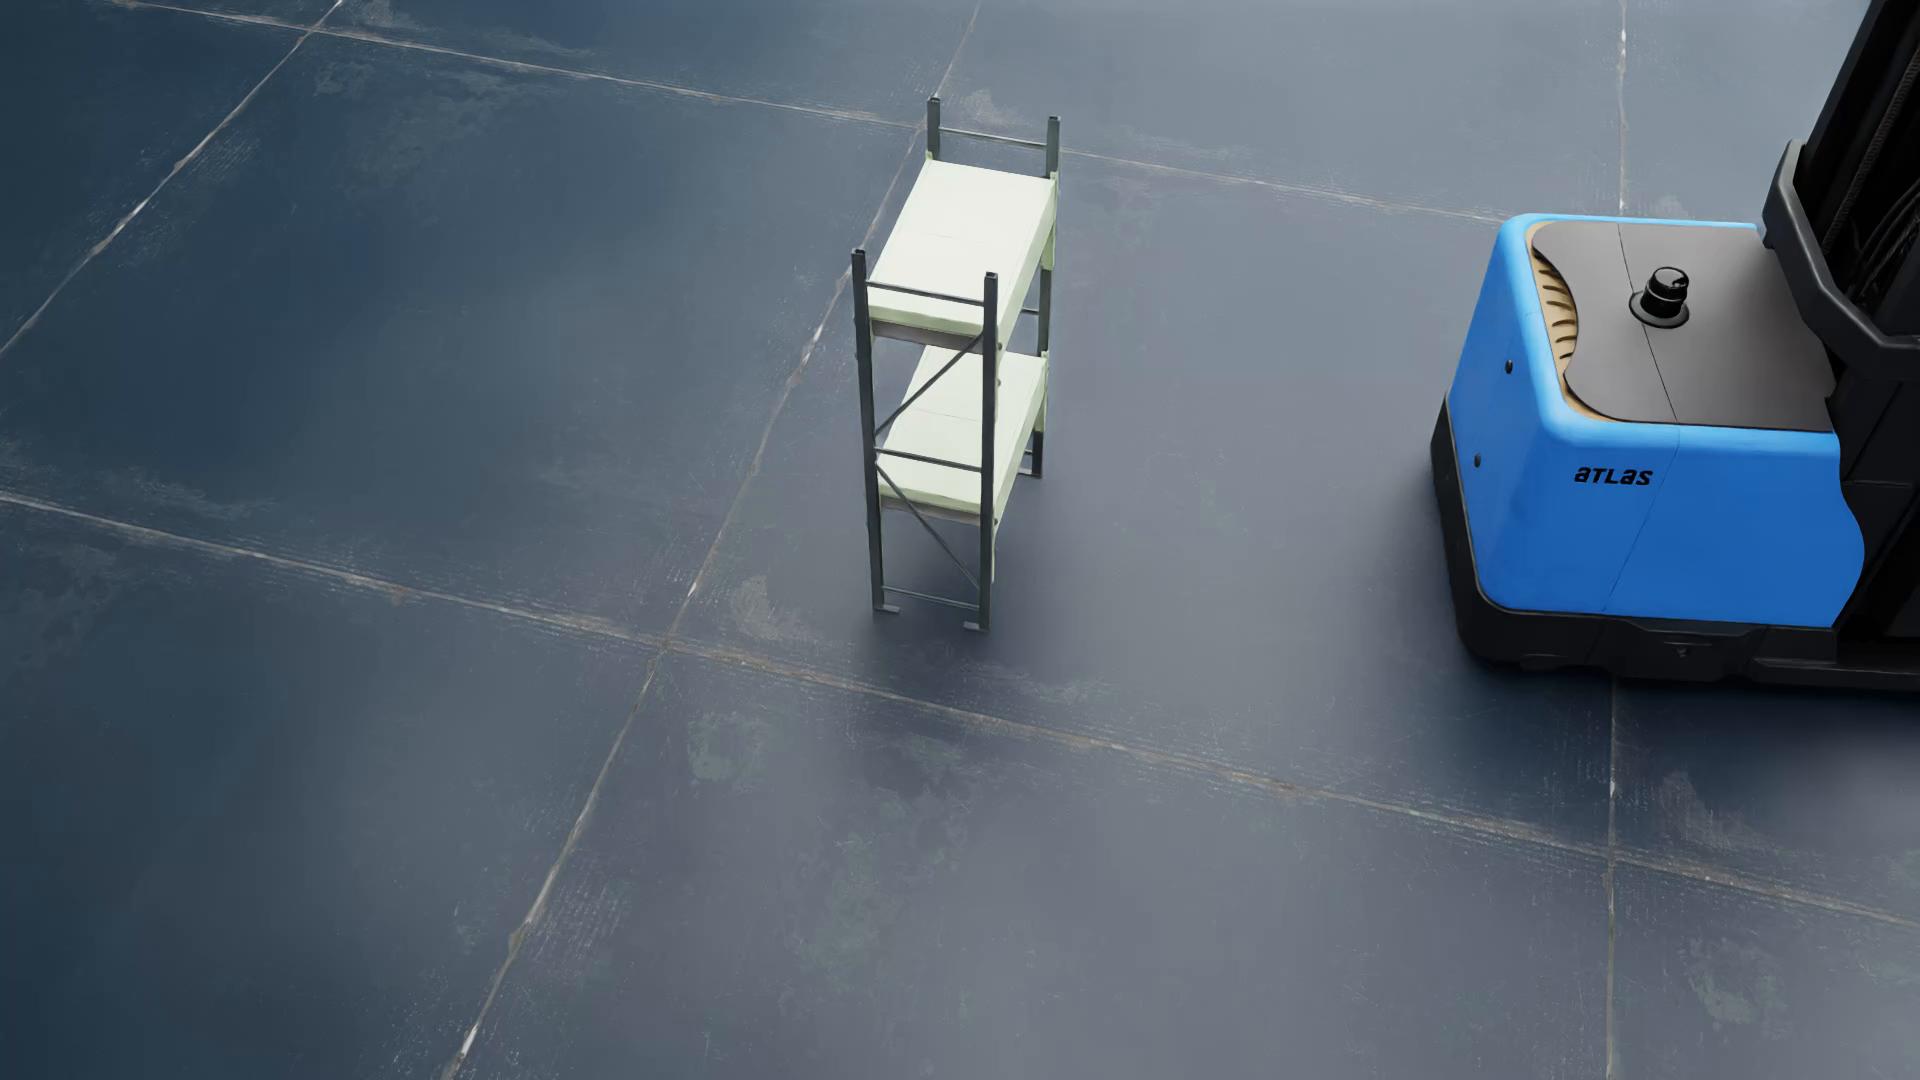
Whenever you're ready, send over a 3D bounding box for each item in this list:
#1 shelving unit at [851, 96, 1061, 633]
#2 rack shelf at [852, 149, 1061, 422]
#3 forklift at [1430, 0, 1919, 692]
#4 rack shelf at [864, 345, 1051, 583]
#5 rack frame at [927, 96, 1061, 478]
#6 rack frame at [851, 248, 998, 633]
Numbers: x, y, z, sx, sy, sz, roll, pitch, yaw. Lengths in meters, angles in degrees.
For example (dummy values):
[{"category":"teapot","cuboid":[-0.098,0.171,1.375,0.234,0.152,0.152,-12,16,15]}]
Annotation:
[{"category":"shelving unit","cuboid":[0.002,-0.501,5.192,0.431,1.500,0.755,12,50,10]},{"category":"rack shelf","cuboid":[0.002,-0.759,4.899,0.431,0.370,0.720,12,50,10]},{"category":"forklift","cuboid":[3.160,-0.852,4.547,3.031,2.935,1.130,3,49,3]},{"category":"rack shelf","cuboid":[0.002,-0.285,5.436,0.431,0.370,0.720,12,50,10]},{"category":"rack frame","cuboid":[0.098,-0.766,5.426,0.400,1.500,0.023,12,50,10]},{"category":"rack frame","cuboid":[-0.095,-0.236,4.958,0.400,1.500,0.023,12,50,10]}]
